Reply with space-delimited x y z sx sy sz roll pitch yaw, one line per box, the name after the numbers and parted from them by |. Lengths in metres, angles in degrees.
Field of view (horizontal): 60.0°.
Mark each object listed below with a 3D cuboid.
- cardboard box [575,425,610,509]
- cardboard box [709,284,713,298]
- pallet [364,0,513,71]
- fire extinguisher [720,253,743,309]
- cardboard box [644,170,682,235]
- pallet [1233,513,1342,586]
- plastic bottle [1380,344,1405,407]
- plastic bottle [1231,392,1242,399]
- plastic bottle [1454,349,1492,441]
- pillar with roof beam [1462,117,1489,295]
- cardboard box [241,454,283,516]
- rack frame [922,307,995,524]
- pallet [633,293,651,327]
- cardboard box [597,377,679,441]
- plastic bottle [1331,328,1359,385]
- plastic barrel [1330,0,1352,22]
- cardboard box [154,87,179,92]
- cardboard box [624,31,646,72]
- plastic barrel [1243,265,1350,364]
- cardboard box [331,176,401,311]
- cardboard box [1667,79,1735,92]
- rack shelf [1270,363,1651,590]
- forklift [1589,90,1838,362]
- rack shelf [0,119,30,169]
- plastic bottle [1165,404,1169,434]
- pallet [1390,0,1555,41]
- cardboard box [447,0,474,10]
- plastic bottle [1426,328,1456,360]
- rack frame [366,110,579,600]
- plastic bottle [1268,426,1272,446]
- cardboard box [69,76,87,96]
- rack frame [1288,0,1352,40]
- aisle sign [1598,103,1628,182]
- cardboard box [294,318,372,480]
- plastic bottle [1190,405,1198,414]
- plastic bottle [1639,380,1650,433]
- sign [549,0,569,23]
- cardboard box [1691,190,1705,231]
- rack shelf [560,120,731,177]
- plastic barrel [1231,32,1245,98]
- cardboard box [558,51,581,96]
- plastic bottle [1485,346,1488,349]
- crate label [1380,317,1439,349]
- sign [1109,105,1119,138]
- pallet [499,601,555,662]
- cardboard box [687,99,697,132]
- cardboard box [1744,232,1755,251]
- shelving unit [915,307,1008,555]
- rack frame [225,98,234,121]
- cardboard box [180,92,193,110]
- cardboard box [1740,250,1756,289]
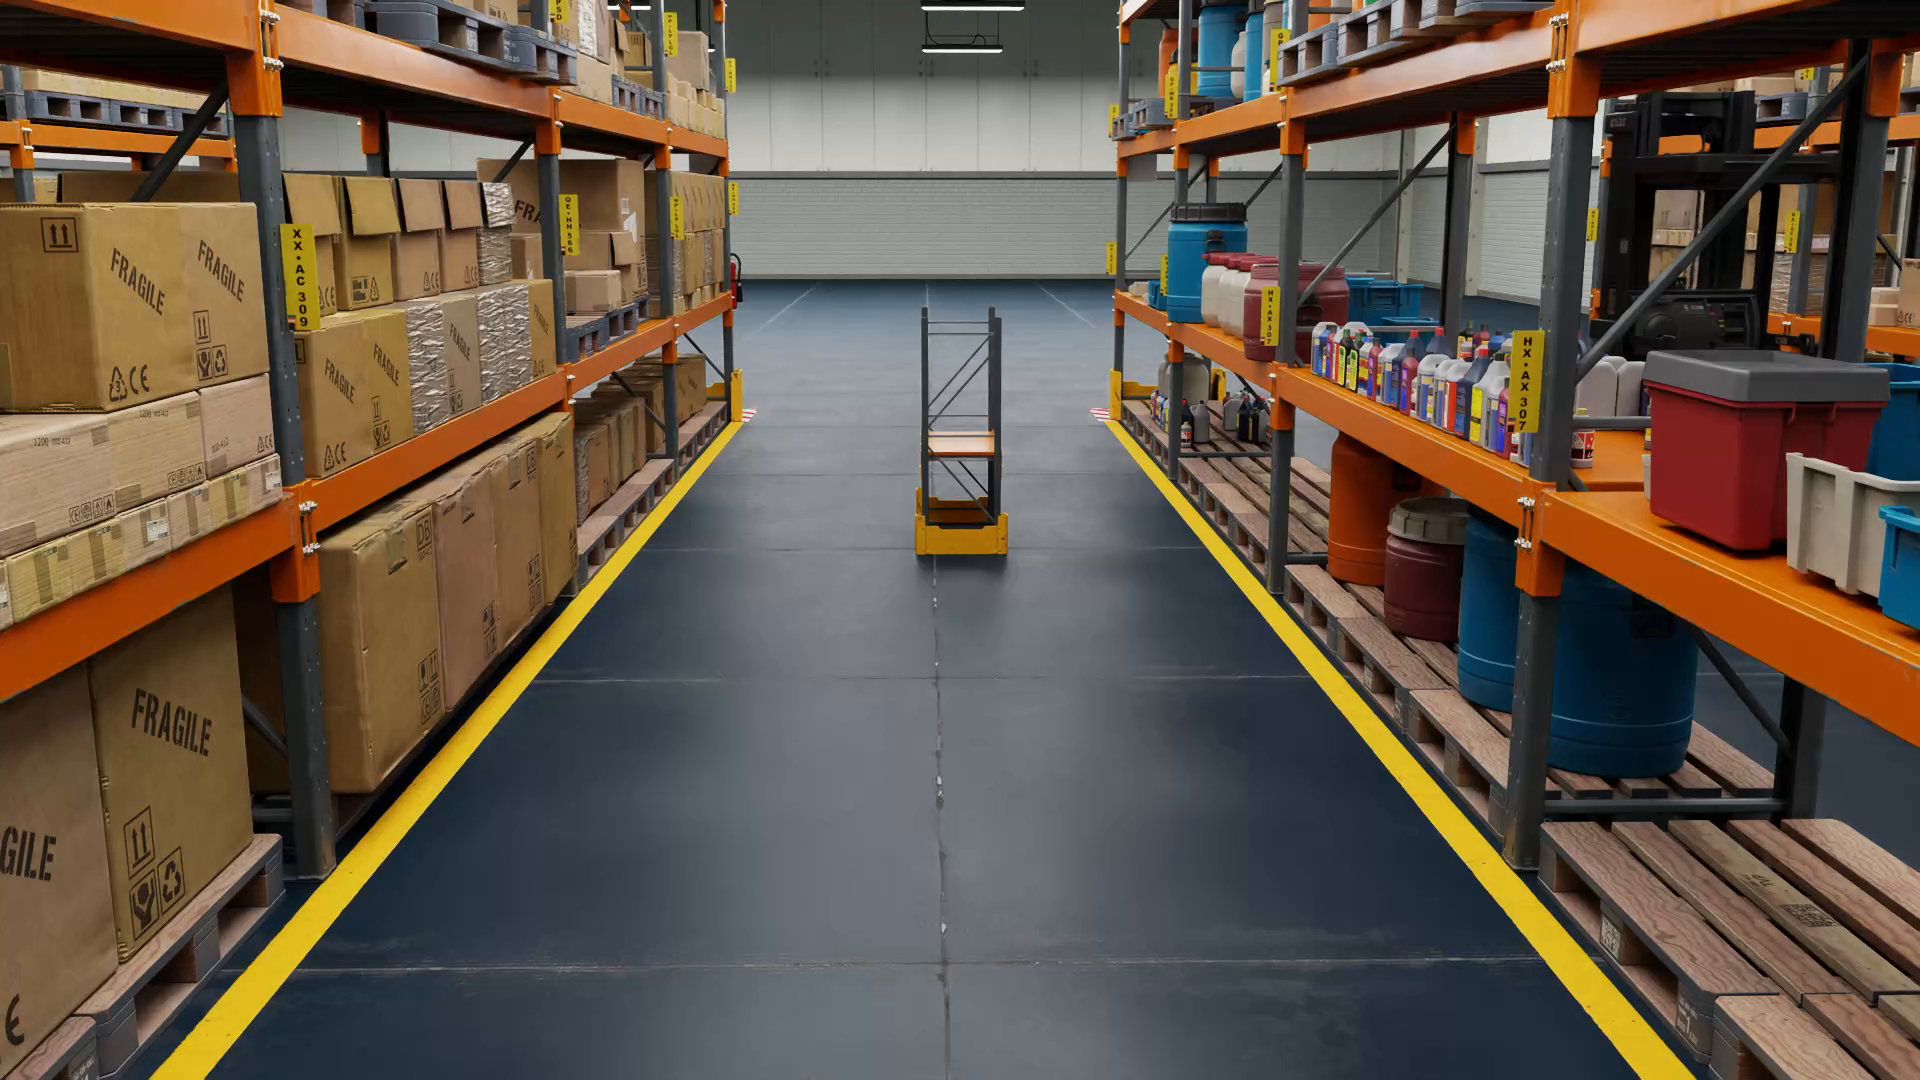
-2.759 -0.491 11.116 0.700 0.500 0.500 1 11 4 | cardboard box
-2.584 -2.407 16.011 0.380 0.149 0.250 0 11 -1 | cardboard box
-2.589 -2.172 7.151 1.003 0.211 1.213 0 11 1 | pallet
-2.389 -2.722 17.124 0.296 0.674 0.183 0 11 -1 | fire extinguisher
-2.520 -2.715 13.383 0.500 0.500 0.500 0 11 -1 | cardboard box
2.293 0.048 10.294 1.003 0.211 1.213 0 11 -1 | pallet
1.984 -0.741 7.479 0.152 0.276 0.135 0 11 -1 | plastic bottle
2.559 -1.222 15.284 0.152 0.276 0.135 0 11 -1 | plastic bottle
2.003 -0.564 6.417 0.144 0.351 0.185 0 11 -1 | plastic bottle
8.089 -10.353 39.460 9.100 9.000 0.548 0 11 -1 | pillar with roof beam
-2.265 -0.167 4.970 0.380 0.149 0.250 0 11 -1 | cardboard box
-0.012 -0.853 11.492 0.500 1.500 0.032 0 11 -1 | rack frame
-2.894 -1.693 12.343 1.003 0.211 1.213 0 11 -1 | pallet
-2.752 -1.114 14.236 0.500 0.500 0.500 4 12 17 | cardboard box
1.965 -0.925 8.385 0.152 0.276 0.135 0 11 -1 | plastic bottle
2.470 -3.045 9.718 0.600 0.901 0.600 0 11 0 | plastic barrel
-7.500 -4.236 15.173 0.500 0.250 0.500 0 11 -1 | cardboard box
-3.087 -4.348 15.147 0.500 0.500 0.500 0 11 -1 | cardboard box
1.958 -1.323 9.692 0.600 0.536 0.708 0 11 -1 | plastic barrel
-2.623 -1.153 6.426 0.797 0.503 0.637 0 11 -1 | cardboard box
6.818 -4.237 15.195 0.500 0.500 0.500 0 11 -1 | cardboard box
2.311 -0.415 7.368 1.077 0.370 4.000 0 11 -1 | rack shelf
4.993 -1.482 10.994 1.130 2.935 3.031 -2 12 -10 | forklift
-7.684 -2.659 10.888 1.077 0.370 4.000 0 11 -1 | rack shelf
1.875 -1.107 14.525 0.144 0.351 0.185 0 11 -2 | plastic bottle
2.239 -1.903 5.824 1.213 0.211 1.003 0 11 -1 | pallet
-2.491 -2.577 7.366 0.500 0.500 0.500 0 11 2 | cardboard box
2.133 -0.773 7.450 0.144 0.351 0.185 0 11 -1 | plastic bottle
-2.682 -1.145 9.156 1.000 3.000 0.127 0 11 -1 | rack frame
2.617 -0.890 13.831 0.097 0.201 0.097 0 11 0 | plastic bottle
-7.404 -3.716 13.611 0.380 0.149 0.250 0 11 -1 | cardboard box
2.270 -4.105 8.660 1.000 3.000 0.127 0 11 -1 | rack frame
6.750 -4.061 16.991 0.394 0.787 0.004 0 11 -1 | aisle sign
-2.359 -0.491 5.683 0.500 0.500 0.500 0 11 -1 | cardboard box
2.030 -1.011 14.244 0.152 0.276 0.135 0 11 -1 | plastic bottle
2.753 -0.564 6.587 0.061 0.283 0.133 0 11 -1 | plastic bottle
-2.127 -2.907 8.802 0.100 0.325 0.005 0 11 -1 | sign
7.093 -3.052 15.043 0.700 0.500 0.500 0 11 -1 | cardboard box
-2.806 -3.455 14.808 1.077 0.370 4.000 0 11 -1 | rack shelf
2.375 -3.777 13.251 0.421 0.512 0.421 0 11 0 | plastic barrel
-2.437 -2.636 9.339 0.500 0.250 0.500 0 11 0 | cardboard box
2.696 -0.901 8.454 0.097 0.201 0.097 0 11 0 | plastic bottle
2.636 -1.168 9.694 0.303 0.233 0.416 0 11 -1 | crate label
1.555 -4.228 16.789 0.100 0.325 0.005 0 11 -1 | sign
-2.741 0.379 8.659 1.003 0.211 1.213 0 11 -1 | pallet
-2.533 -3.631 14.244 0.500 0.250 0.500 -1 11 -3 | cardboard box
6.902 -2.553 14.216 0.380 0.149 0.250 0 11 -1 | cardboard box
-0.002 -0.750 10.985 0.587 1.500 1.083 0 11 -1 | shelving unit
-7.808 -5.675 16.397 1.000 3.000 0.127 0 11 -1 | rack frame
-7.447 -4.120 15.603 0.380 0.149 0.250 0 11 -1 | cardboard box
7.107 -2.222 14.214 0.700 0.500 0.500 0 11 -2 | cardboard box
